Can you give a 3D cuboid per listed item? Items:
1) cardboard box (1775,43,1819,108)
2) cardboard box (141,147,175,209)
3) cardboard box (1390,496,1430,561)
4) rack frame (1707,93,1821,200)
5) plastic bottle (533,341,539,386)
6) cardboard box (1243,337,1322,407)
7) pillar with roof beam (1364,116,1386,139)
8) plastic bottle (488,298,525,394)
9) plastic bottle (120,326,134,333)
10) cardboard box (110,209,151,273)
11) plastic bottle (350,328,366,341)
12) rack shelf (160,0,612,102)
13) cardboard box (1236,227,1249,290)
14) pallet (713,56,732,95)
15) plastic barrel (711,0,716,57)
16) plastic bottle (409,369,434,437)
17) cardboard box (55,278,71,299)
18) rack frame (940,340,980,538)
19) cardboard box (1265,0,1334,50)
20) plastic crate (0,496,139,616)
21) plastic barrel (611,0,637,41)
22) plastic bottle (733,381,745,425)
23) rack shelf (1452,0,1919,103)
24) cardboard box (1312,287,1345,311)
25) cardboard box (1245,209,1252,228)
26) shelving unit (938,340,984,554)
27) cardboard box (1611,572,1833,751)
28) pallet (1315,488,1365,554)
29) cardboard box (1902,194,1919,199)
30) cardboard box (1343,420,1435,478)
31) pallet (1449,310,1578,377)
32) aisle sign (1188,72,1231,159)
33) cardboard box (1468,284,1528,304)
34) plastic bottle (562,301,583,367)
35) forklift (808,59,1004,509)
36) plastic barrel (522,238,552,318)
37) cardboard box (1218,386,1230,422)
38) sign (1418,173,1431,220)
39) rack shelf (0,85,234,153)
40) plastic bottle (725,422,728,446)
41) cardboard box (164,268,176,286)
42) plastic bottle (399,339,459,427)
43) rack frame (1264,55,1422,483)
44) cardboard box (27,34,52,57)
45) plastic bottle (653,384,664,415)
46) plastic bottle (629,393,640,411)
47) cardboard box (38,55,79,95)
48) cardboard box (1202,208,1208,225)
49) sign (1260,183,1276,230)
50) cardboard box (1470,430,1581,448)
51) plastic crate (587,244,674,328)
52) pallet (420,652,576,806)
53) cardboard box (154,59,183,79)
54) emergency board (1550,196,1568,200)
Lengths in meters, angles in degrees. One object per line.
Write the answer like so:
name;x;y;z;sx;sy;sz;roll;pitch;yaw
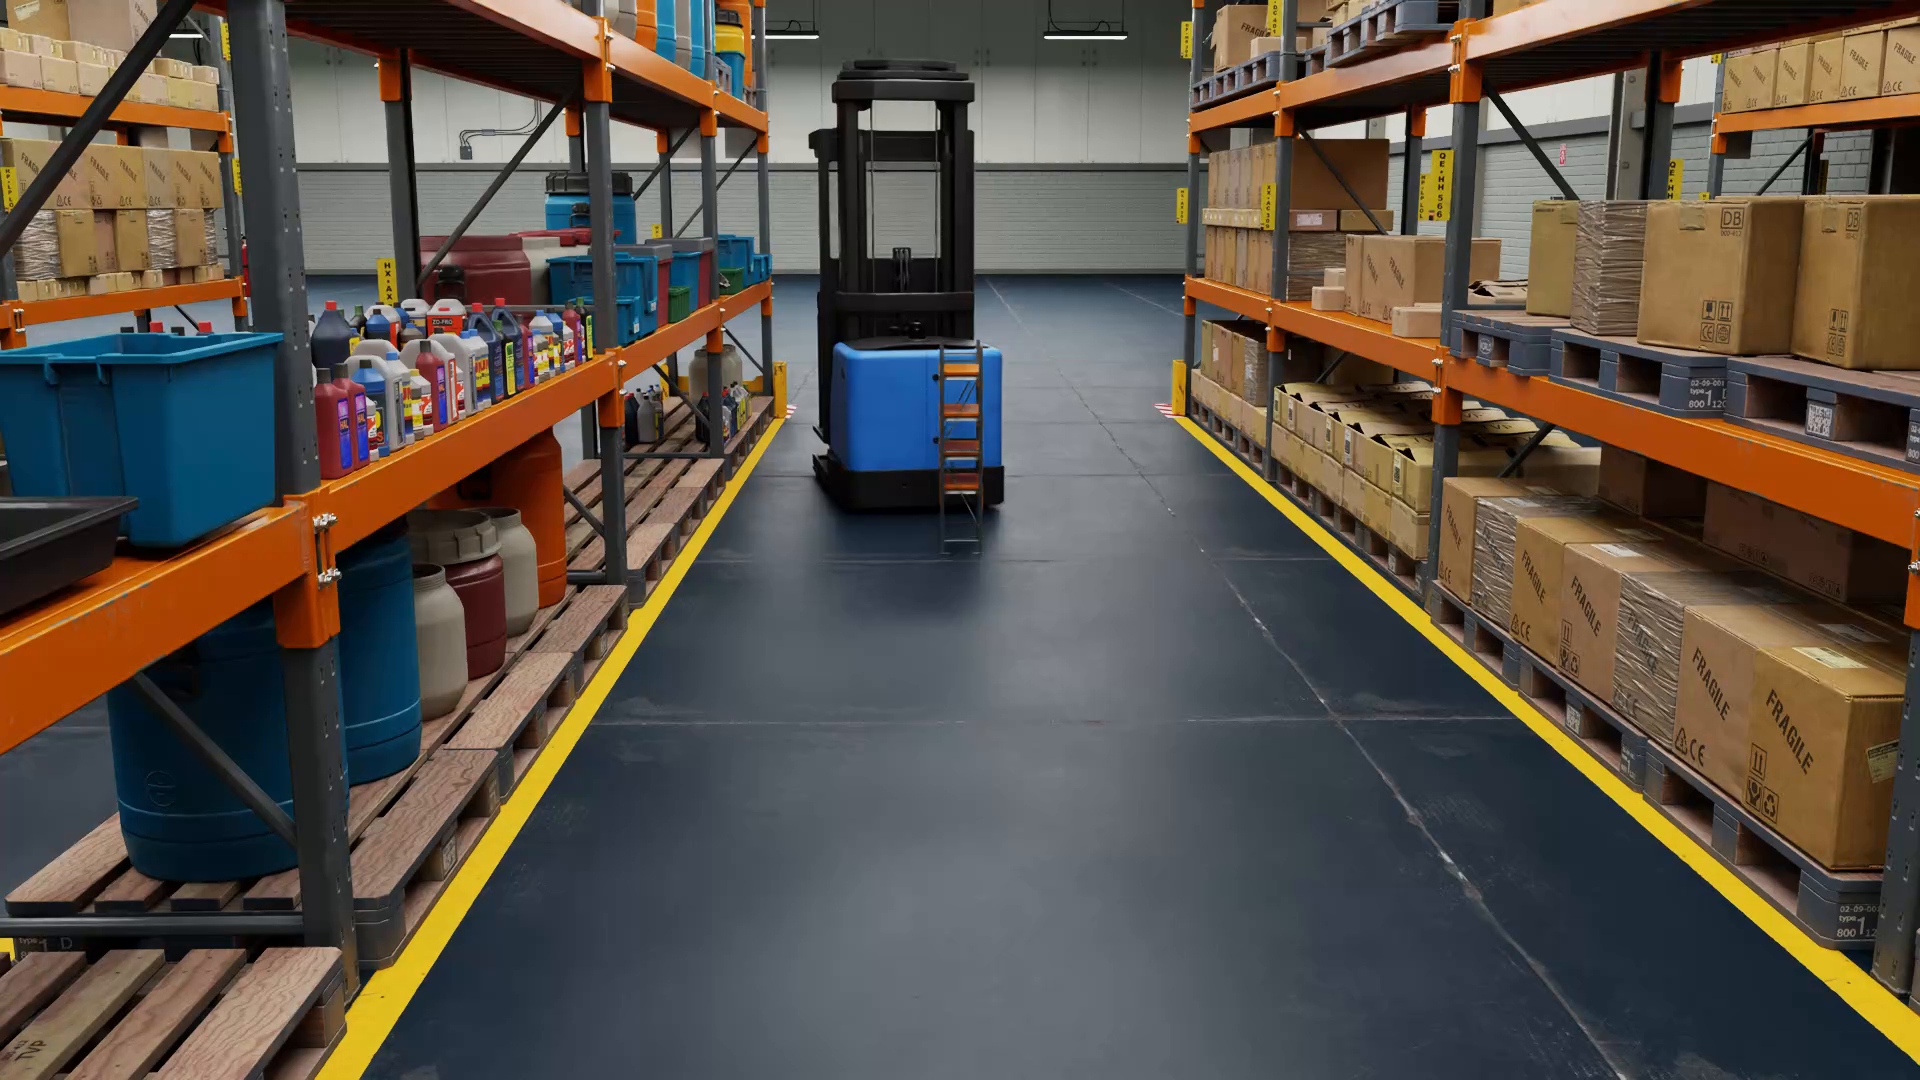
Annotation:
cardboard box;7.353;-3.967;14.221;0.500;0.500;0.500;0;11;1
cardboard box;-6.968;-3.032;13.946;0.500;0.500;0.500;0;11;-1
cardboard box;2.564;-0.066;8.699;0.500;0.250;0.500;0;11;0
rack frame;7.606;-2.715;15.900;1.000;3.000;0.127;0;11;-1
plastic bottle;-1.695;-0.704;6.485;0.097;0.201;0.097;0;11;0
cardboard box;2.510;-1.316;12.973;0.500;0.500;0.500;0;11;-1
pillar with roof beam;3.810;-9.080;32.184;9.100;9.000;0.400;0;11;-1
plastic bottle;-1.713;-0.723;6.201;0.144;0.351;0.185;0;11;-1
plastic bottle;-2.397;-0.447;4.840;0.144;0.351;0.185;0;11;-1
cardboard box;-7.171;-2.442;13.551;0.875;0.500;0.500;0;11;-1
plastic bottle;-2.460;-0.758;6.751;0.097;0.201;0.097;0;11;0
rack shelf;-2.092;-1.804;5.674;1.077;0.370;4.000;0;11;-1
cardboard box;2.685;-2.343;13.811;0.700;0.500;0.500;0;11;1
pallet;-2.329;-3.400;12.205;1.213;0.211;1.003;0;11;-1
plastic barrel;-2.130;-3.999;12.367;0.600;0.901;0.708;0;11;-1
plastic bottle;-1.666;-0.420;5.085;0.097;0.201;0.097;0;11;0
cardboard box;-6.897;-1.879;12.411;0.380;0.149;0.250;0;11;-1
rack frame;-0.002;-0.604;10.017;0.240;1.200;0.015;0;11;-1
cardboard box;2.828;-4.022;13.128;0.797;0.503;0.637;1;12;5
plastic crate;-1.759;0.037;2.871;0.437;0.125;0.590;0;11;-1
plastic barrel;-1.933;-2.964;8.321;0.600;0.901;0.600;0;11;0
plastic bottle;-1.834;-1.118;13.582;0.144;0.351;0.185;0;11;1
rack shelf;2.860;-1.824;5.771;1.077;0.370;4.000;0;11;-1
cardboard box;2.550;-1.599;11.029;0.380;0.149;0.250;0;11;-1
cardboard box;2.492;-2.572;13.308;0.380;0.149;0.250;0;11;0
shelving unit;0.003;-0.555;9.778;0.258;1.200;0.503;0;11;-1
cardboard box;2.593;0.406;5.696;0.500;0.500;0.500;0;11;0
pallet;2.819;-0.143;10.234;1.003;0.211;1.213;0;11;-1
cardboard box;7.370;-2.317;12.376;0.500;0.500;0.500;0;11;-1
cardboard box;2.537;-0.544;9.645;0.500;0.311;0.500;0;11;-2
pallet;2.903;-0.876;7.313;1.213;0.211;1.003;0;11;-1
aisle sign;2.346;-3.980;15.595;0.394;0.787;0.004;0;11;-1
cardboard box;2.855;-1.133;8.323;0.500;0.311;0.500;0;11;2
plastic bottle;-1.694;-0.903;7.258;0.061;0.283;0.133;0;11;-1
forklift;-0.489;-1.884;11.973;1.130;2.935;3.031;-2;12;-10
plastic barrel;-2.368;-1.343;8.853;0.421;0.512;0.421;0;11;0
cardboard box;2.472;-1.147;14.027;0.500;0.250;0.500;0;11;-1
sign;3.279;-2.432;11.790;0.100;0.325;0.005;0;11;-1
rack shelf;-7.209;-3.374;13.412;1.077;0.370;4.000;0;11;-1
plastic bottle;-1.786;-0.809;12.435;0.097;0.201;0.097;0;11;0
cardboard box;-7.024;-2.277;14.369;0.380;0.149;0.250;0;11;-1
plastic bottle;-1.699;-0.506;5.322;0.152;0.276;0.135;0;11;-1
rack frame;2.736;-1.899;11.876;1.000;3.000;0.127;0;11;-1
cardboard box;-6.924;-3.624;12.208;0.380;0.149;0.250;0;11;-1
plastic bottle;-2.573;-1.192;14.144;0.097;0.271;0.097;0;11;0
plastic bottle;-2.521;-0.962;12.812;0.144;0.351;0.185;-1;11;-4
cardboard box;-6.937;-3.451;12.360;0.500;0.250;0.500;0;11;-2
cardboard box;2.447;-2.982;15.332;0.380;0.149;0.250;0;11;-2
sign;2.181;-2.360;11.770;0.100;0.325;0.005;0;11;-1
cardboard box;3.083;-0.447;9.166;0.500;0.311;0.500;-1;11;-3
plastic crate;-1.861;-1.438;9.443;0.402;0.464;0.583;0;11;-1
pallet;-2.053;0.681;6.173;1.003;0.211;1.213;0;11;-1
cardboard box;-6.901;-4.036;14.241;0.380;0.149;0.250;0;11;-1
emergency board;8.349;-4.264;23.532;0.194;1.169;0.643;0;11;-1
